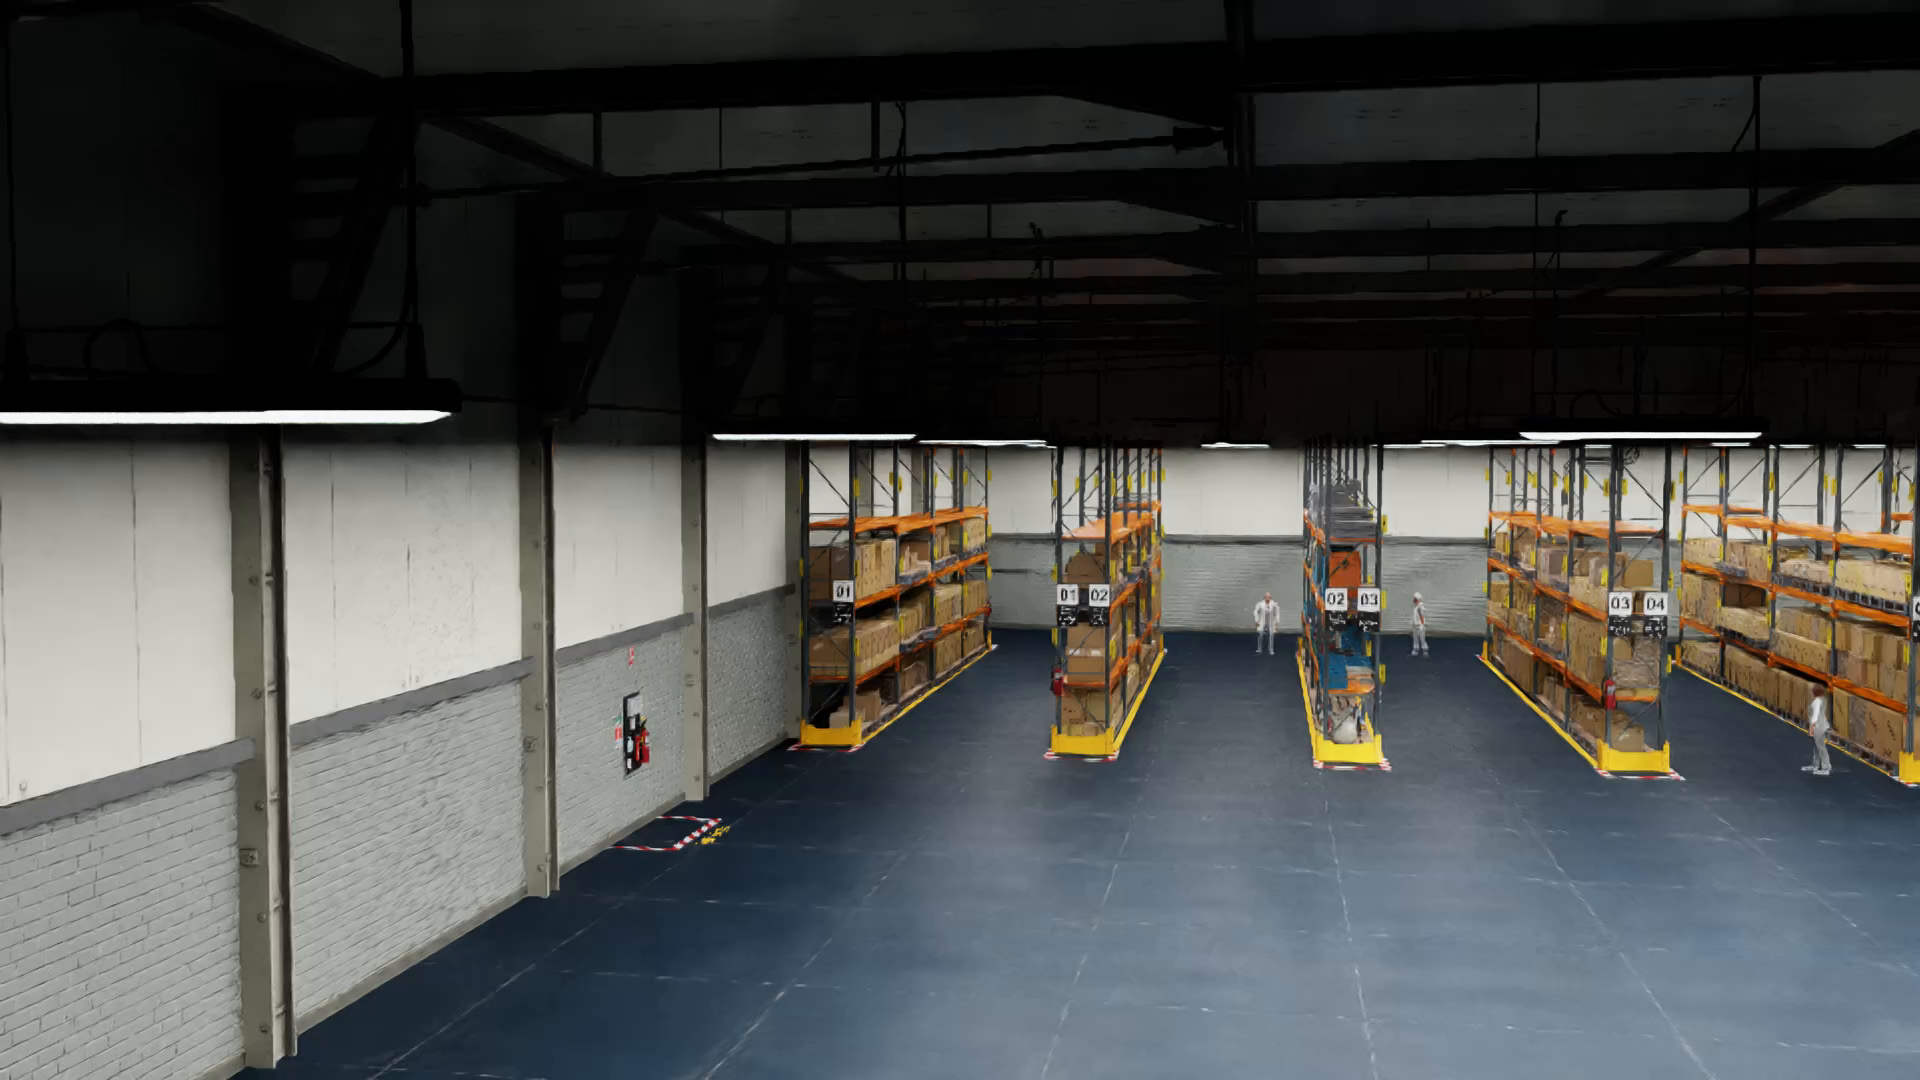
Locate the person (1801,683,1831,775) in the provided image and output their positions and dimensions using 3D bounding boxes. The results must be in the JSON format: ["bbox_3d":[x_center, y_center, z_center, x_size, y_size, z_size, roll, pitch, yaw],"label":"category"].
[{"bbox_3d":[15.148,3.326,29.370,0.511,1.596,0.494,3,4,40],"label":"person"}]

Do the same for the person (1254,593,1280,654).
[{"bbox_3d":[8.620,2.337,46.721,0.724,1.734,0.546,1,3,10],"label":"person"}]

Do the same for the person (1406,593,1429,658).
[{"bbox_3d":[12.624,2.351,45.793,0.508,1.791,0.657,0,3,-1],"label":"person"}]
